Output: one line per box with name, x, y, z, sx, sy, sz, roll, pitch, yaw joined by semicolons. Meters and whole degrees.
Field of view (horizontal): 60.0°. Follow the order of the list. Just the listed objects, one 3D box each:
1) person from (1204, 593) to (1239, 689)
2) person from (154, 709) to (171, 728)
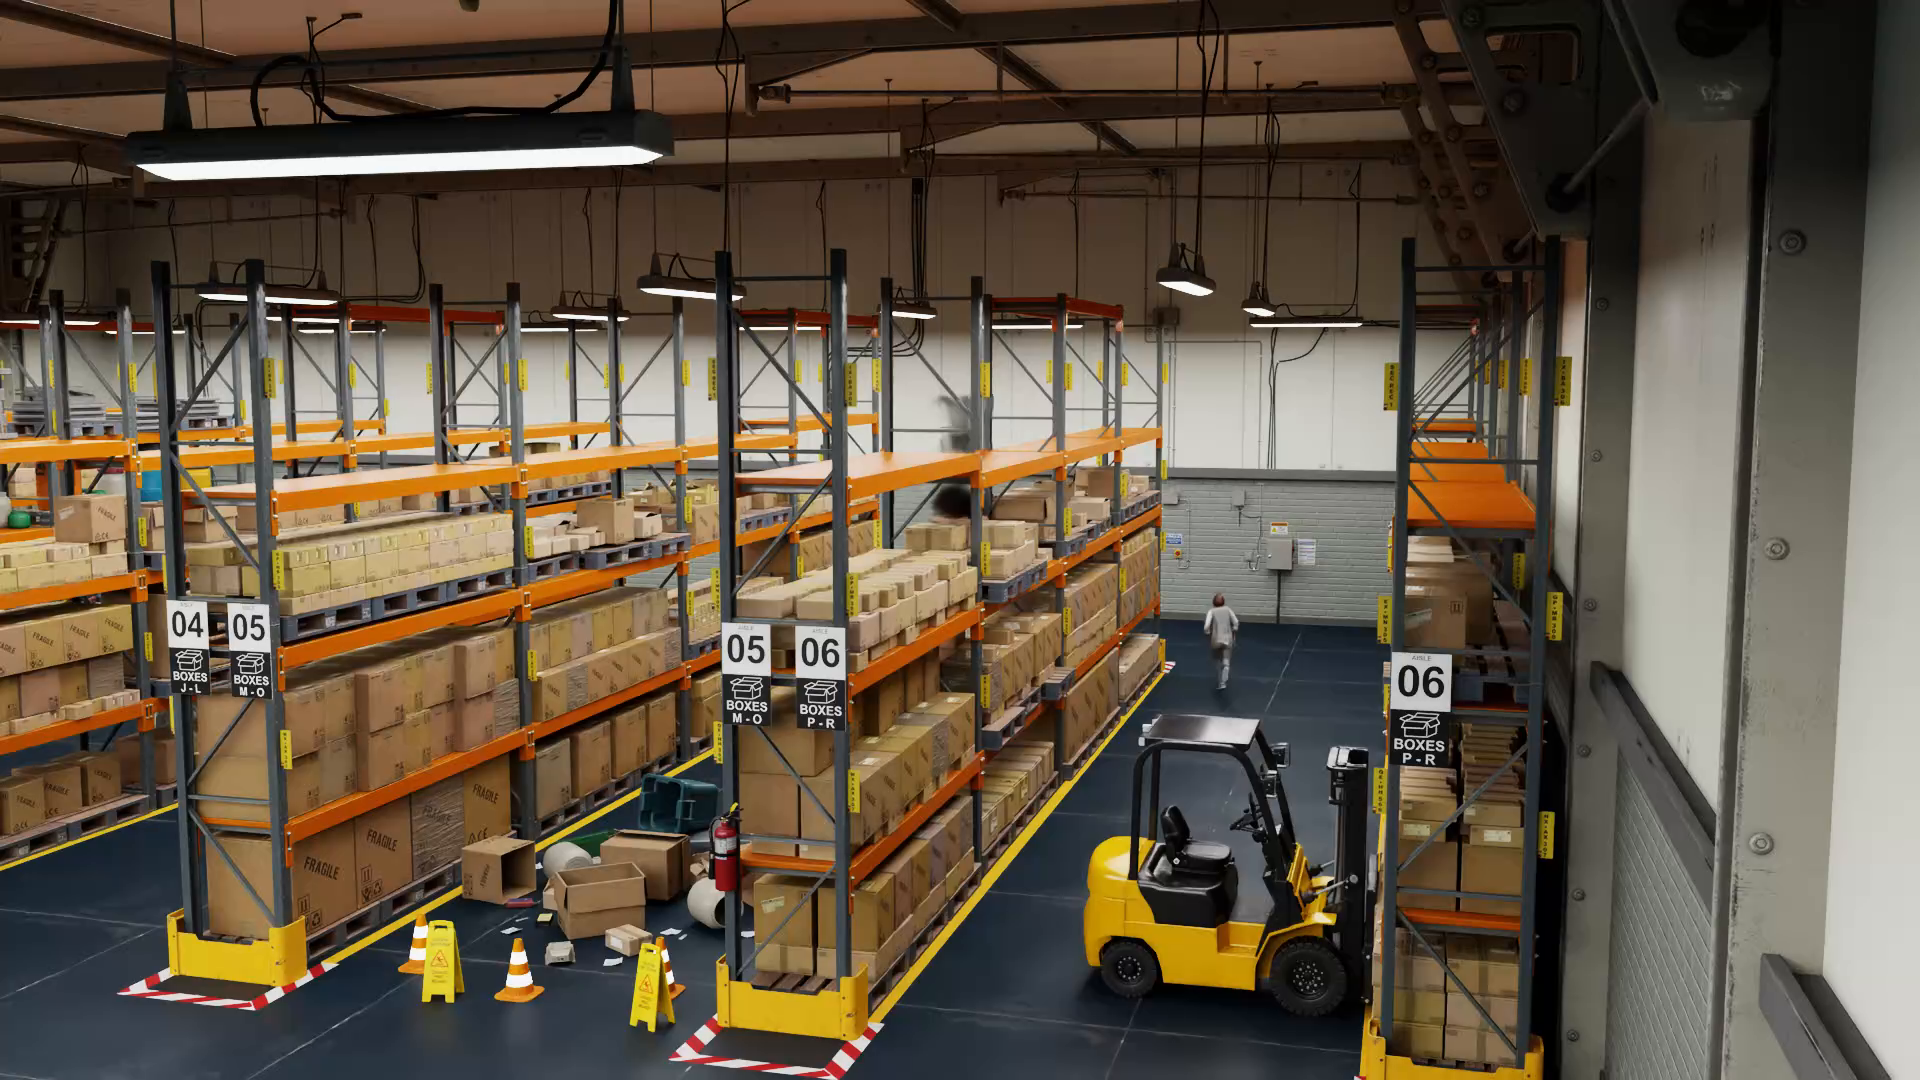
person;4.127;1.648;26.205;0.551;1.571;0.769;0;6;2
person;-11.008;1.847;22.741;0.709;1.771;1.034;0;6;4
